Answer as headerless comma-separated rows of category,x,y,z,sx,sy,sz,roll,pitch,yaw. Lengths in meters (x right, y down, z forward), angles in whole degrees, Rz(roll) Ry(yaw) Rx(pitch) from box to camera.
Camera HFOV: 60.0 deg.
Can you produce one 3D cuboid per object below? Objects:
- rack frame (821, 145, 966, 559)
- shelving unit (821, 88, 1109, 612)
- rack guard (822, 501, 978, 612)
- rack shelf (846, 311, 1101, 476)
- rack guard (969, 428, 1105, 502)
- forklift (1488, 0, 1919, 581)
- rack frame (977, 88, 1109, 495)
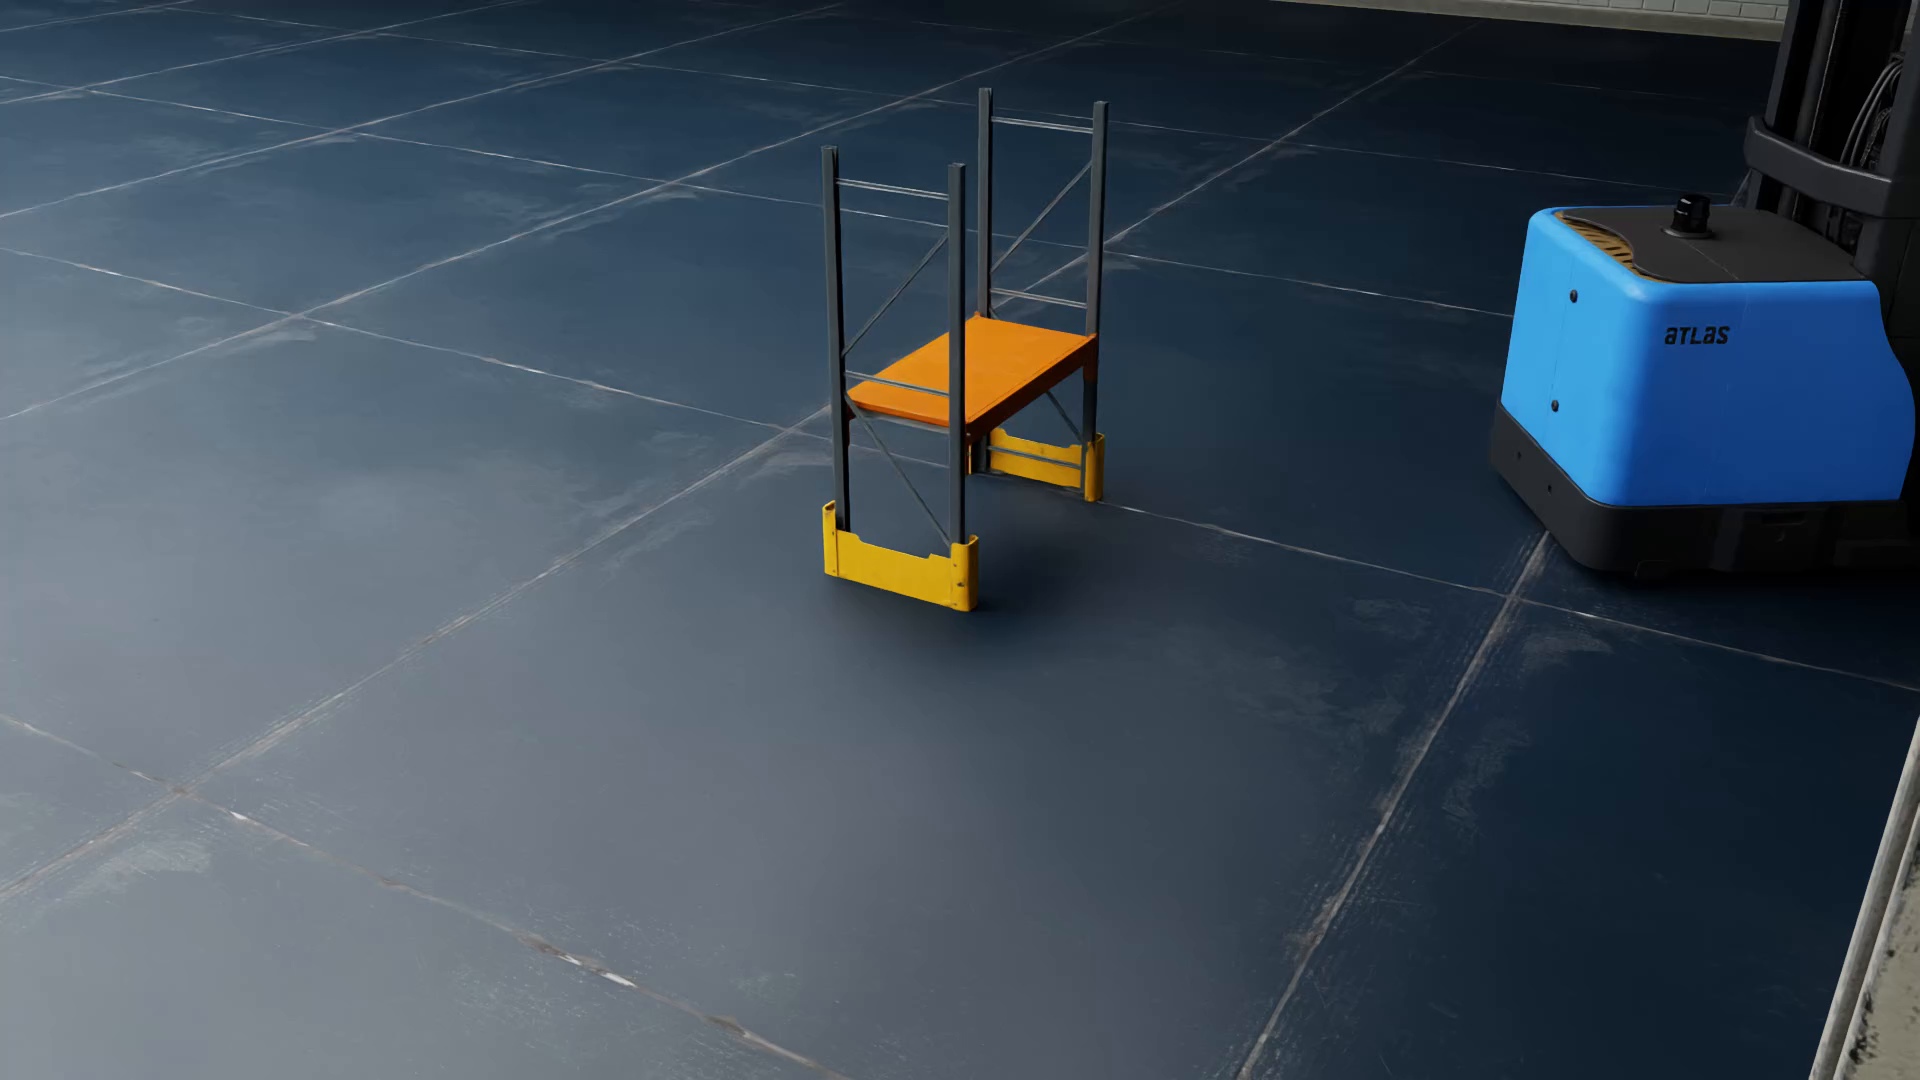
rack frame,-0.208,-0.506,5.425,0.500,1.500,0.032,14,30,26
shelving unit,0.037,-0.700,5.814,0.587,1.500,1.083,14,30,26
rack guard,-0.207,0.053,5.706,0.587,0.250,0.087,14,30,26
rack shelf,0.042,-0.543,5.901,0.538,0.185,1.000,14,30,26
rack guard,0.282,-0.336,6.481,0.587,0.250,0.087,14,30,26
forklift,3.624,-1.411,5.634,3.031,2.935,1.130,-2,27,-3
rack frame,0.292,-0.902,6.217,0.500,1.500,0.032,14,30,26
